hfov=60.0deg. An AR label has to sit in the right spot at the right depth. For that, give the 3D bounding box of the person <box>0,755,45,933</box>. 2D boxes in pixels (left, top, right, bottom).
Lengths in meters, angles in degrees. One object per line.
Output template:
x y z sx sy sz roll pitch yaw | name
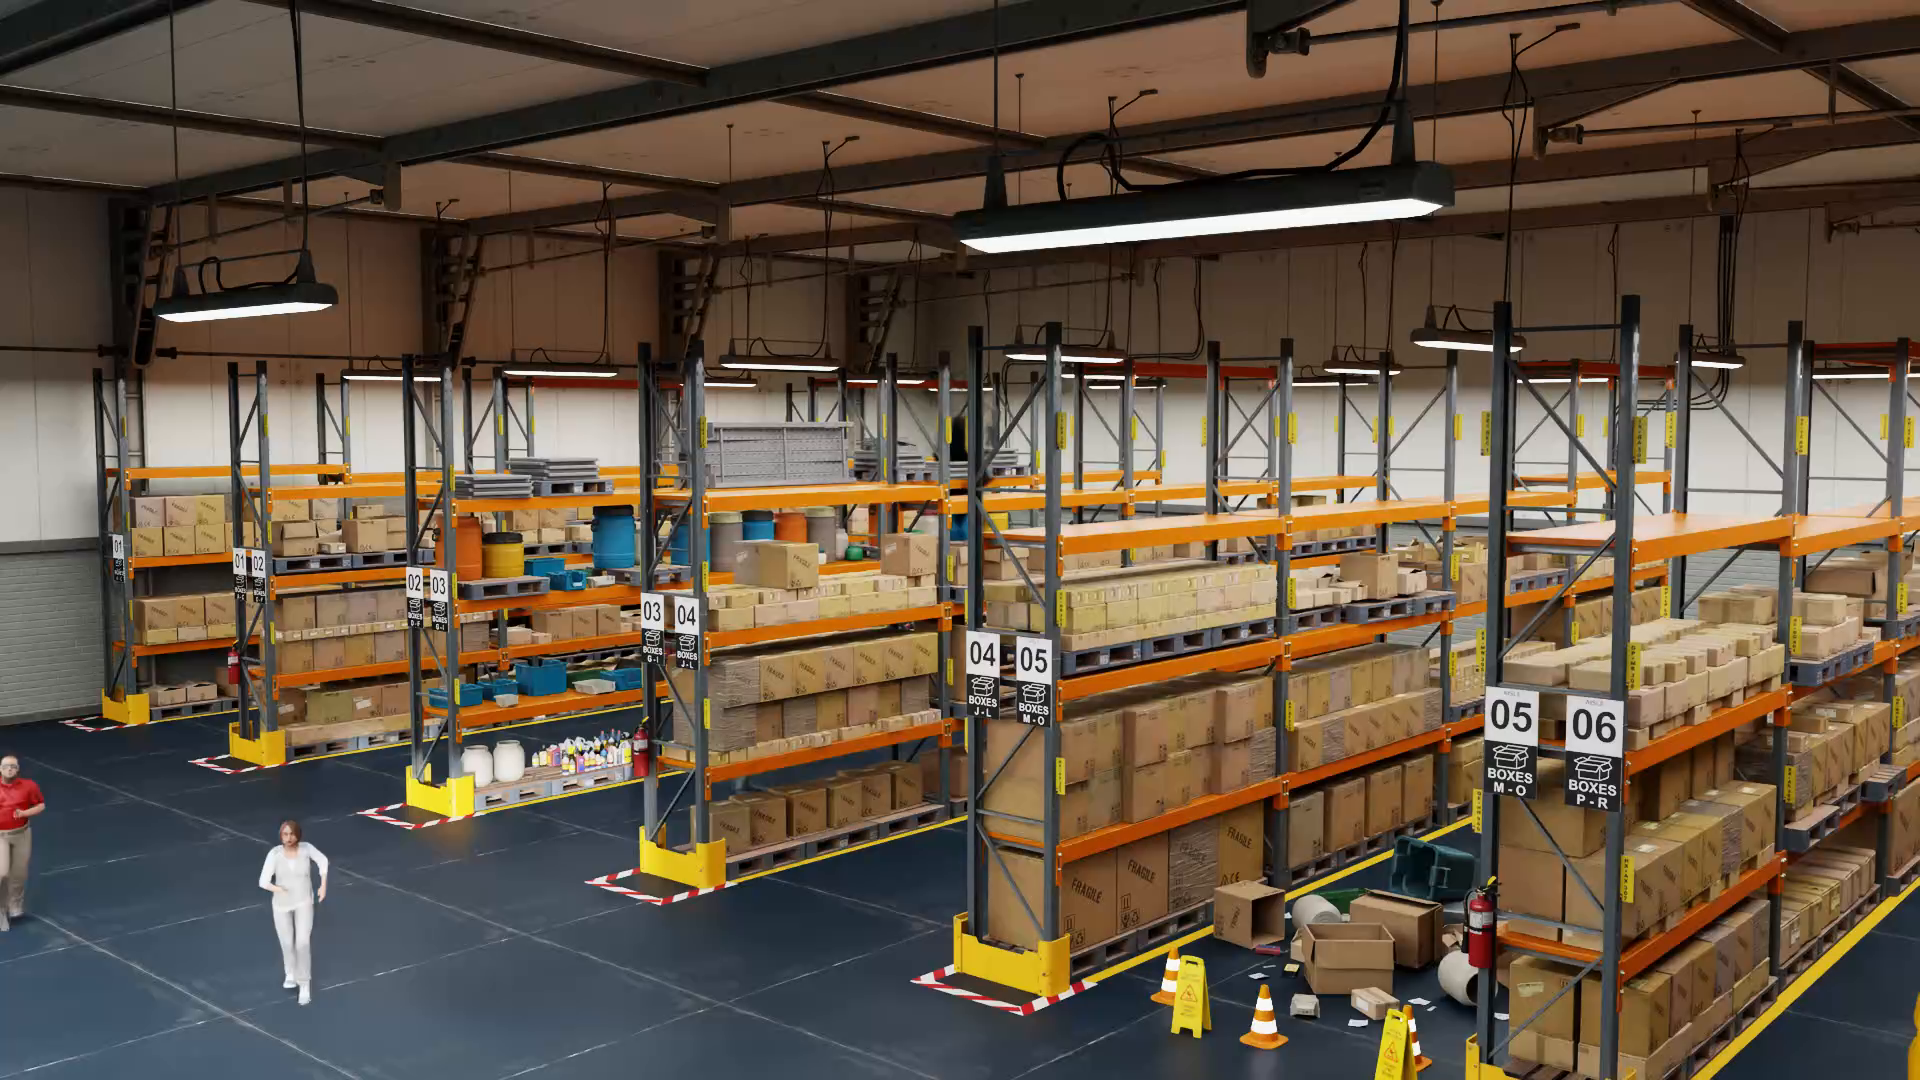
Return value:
-9.641 3.073 16.877 0.646 1.781 0.708 -3 5 -36 | person

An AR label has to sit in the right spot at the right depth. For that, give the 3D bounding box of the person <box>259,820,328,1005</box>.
-5.906 3.298 14.761 0.554 1.642 0.709 -1 4 -17 | person

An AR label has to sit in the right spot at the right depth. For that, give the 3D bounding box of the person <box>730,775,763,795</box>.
-2.693 2.736 21.160 0.697 1.743 0.768 3 5 34 | person
